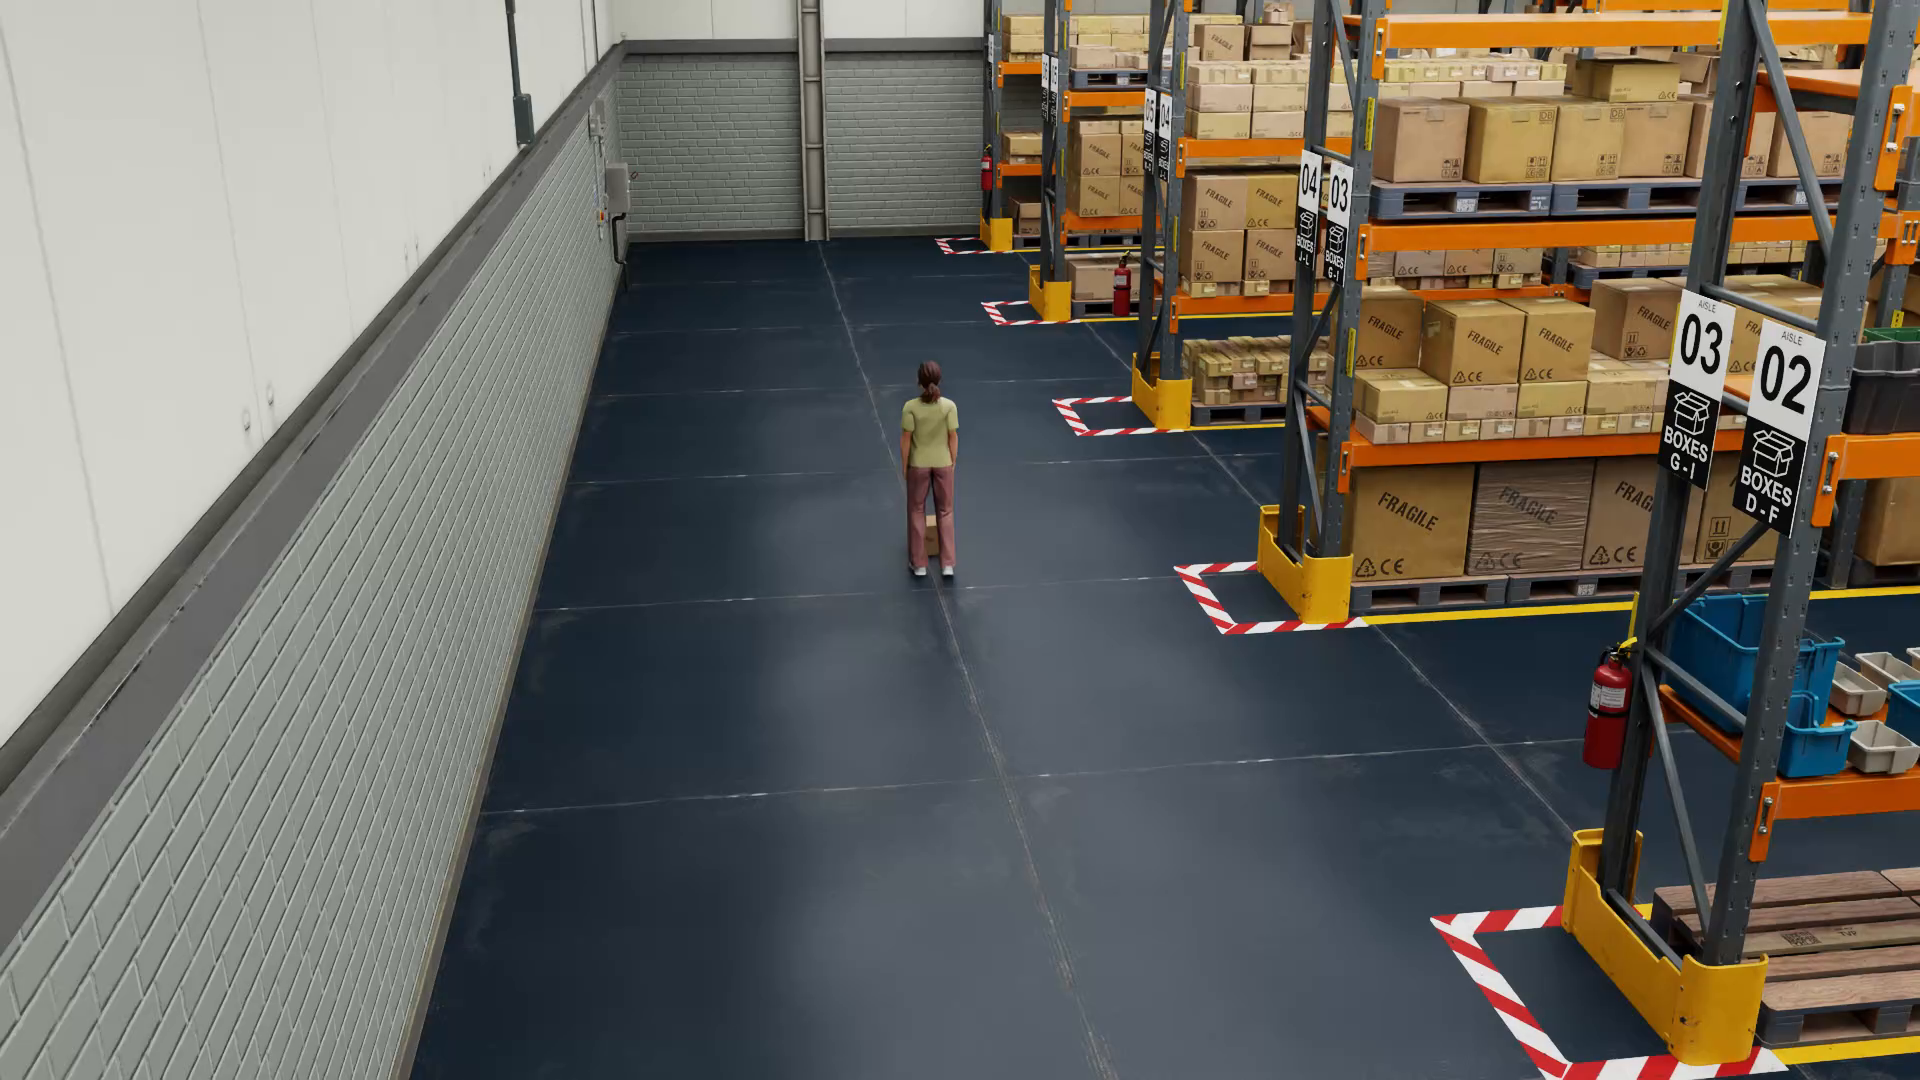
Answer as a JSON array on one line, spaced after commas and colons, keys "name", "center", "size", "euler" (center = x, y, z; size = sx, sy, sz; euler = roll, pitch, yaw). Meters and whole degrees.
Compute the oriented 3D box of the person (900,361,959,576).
[{"name": "person", "center": [-0.233, -0.527, 12.571], "size": [0.441, 1.696, 0.370], "euler": [-2, 20, -6]}]
